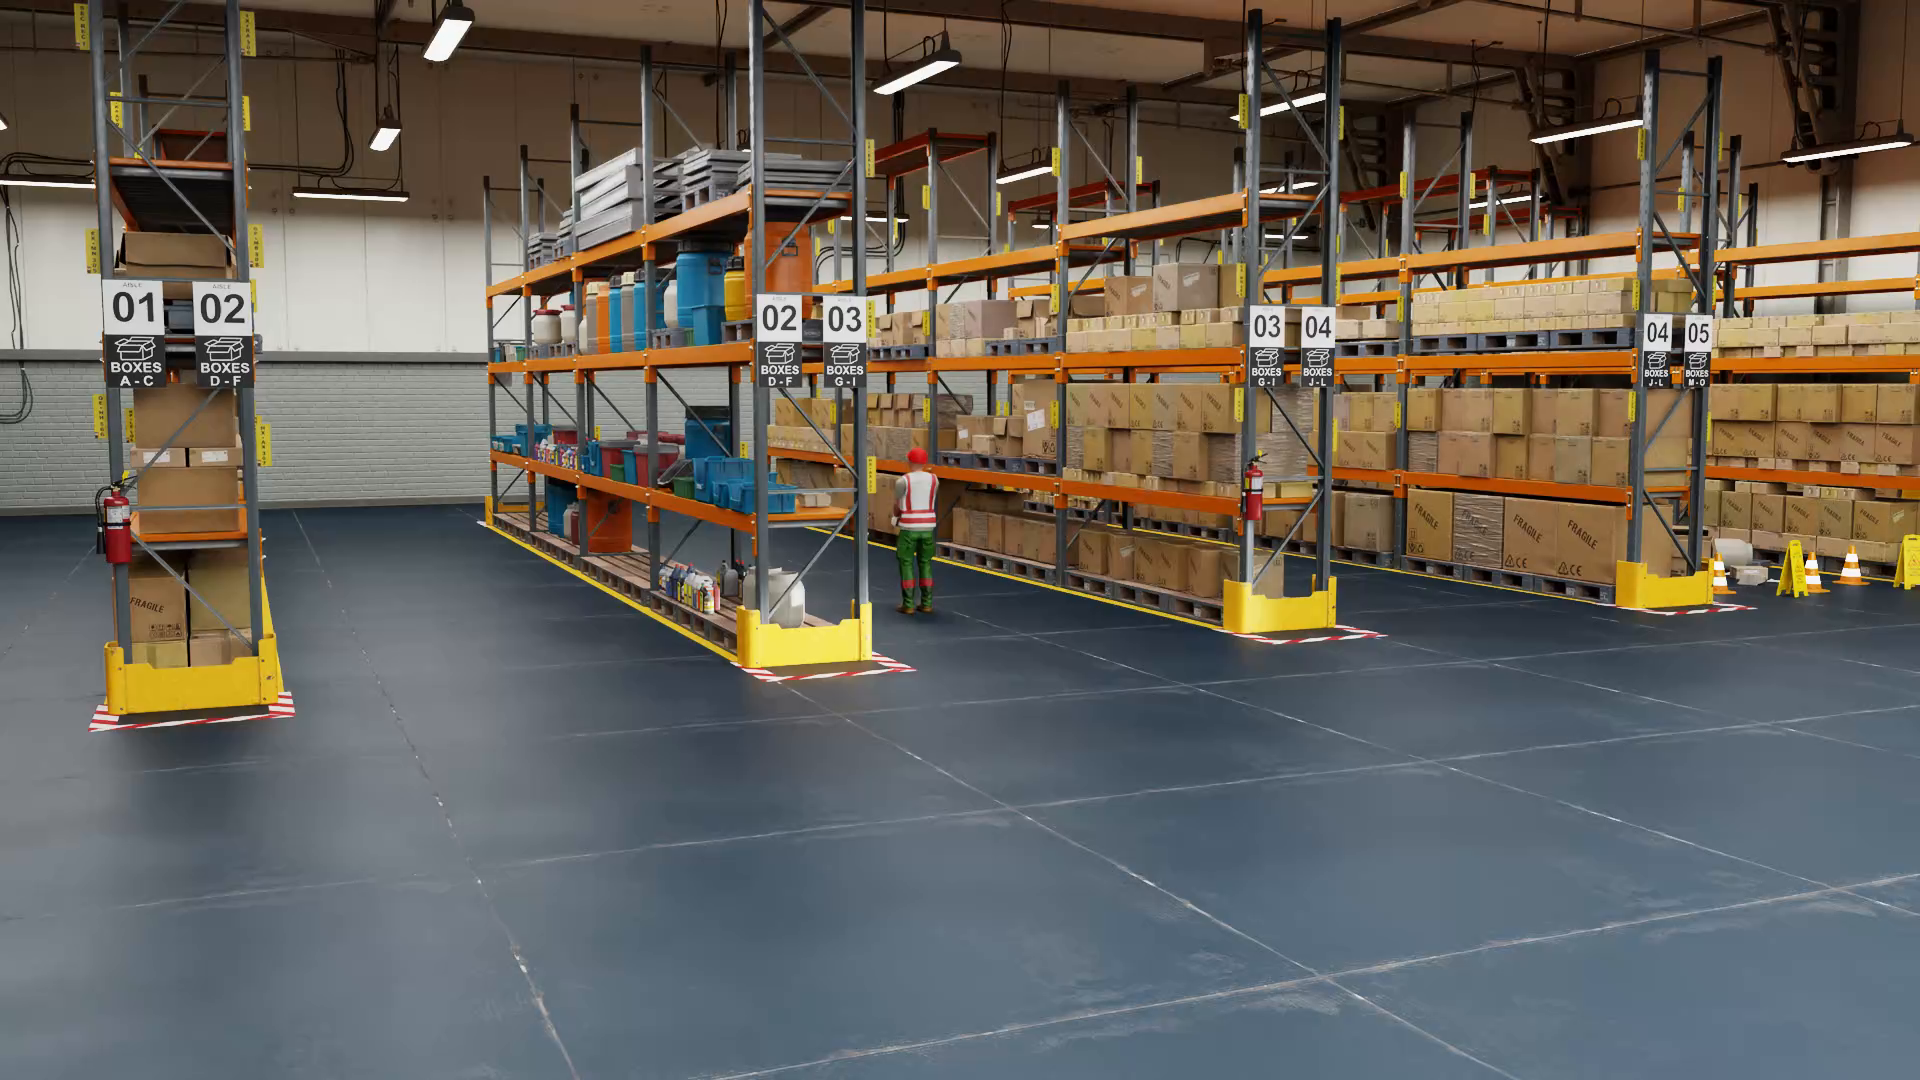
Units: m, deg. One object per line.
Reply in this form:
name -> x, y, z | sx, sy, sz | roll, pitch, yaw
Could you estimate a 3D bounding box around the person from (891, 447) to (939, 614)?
person -> -0.510, -0.118, 17.881 | 0.493, 1.782, 0.572 | -2, 6, -23
